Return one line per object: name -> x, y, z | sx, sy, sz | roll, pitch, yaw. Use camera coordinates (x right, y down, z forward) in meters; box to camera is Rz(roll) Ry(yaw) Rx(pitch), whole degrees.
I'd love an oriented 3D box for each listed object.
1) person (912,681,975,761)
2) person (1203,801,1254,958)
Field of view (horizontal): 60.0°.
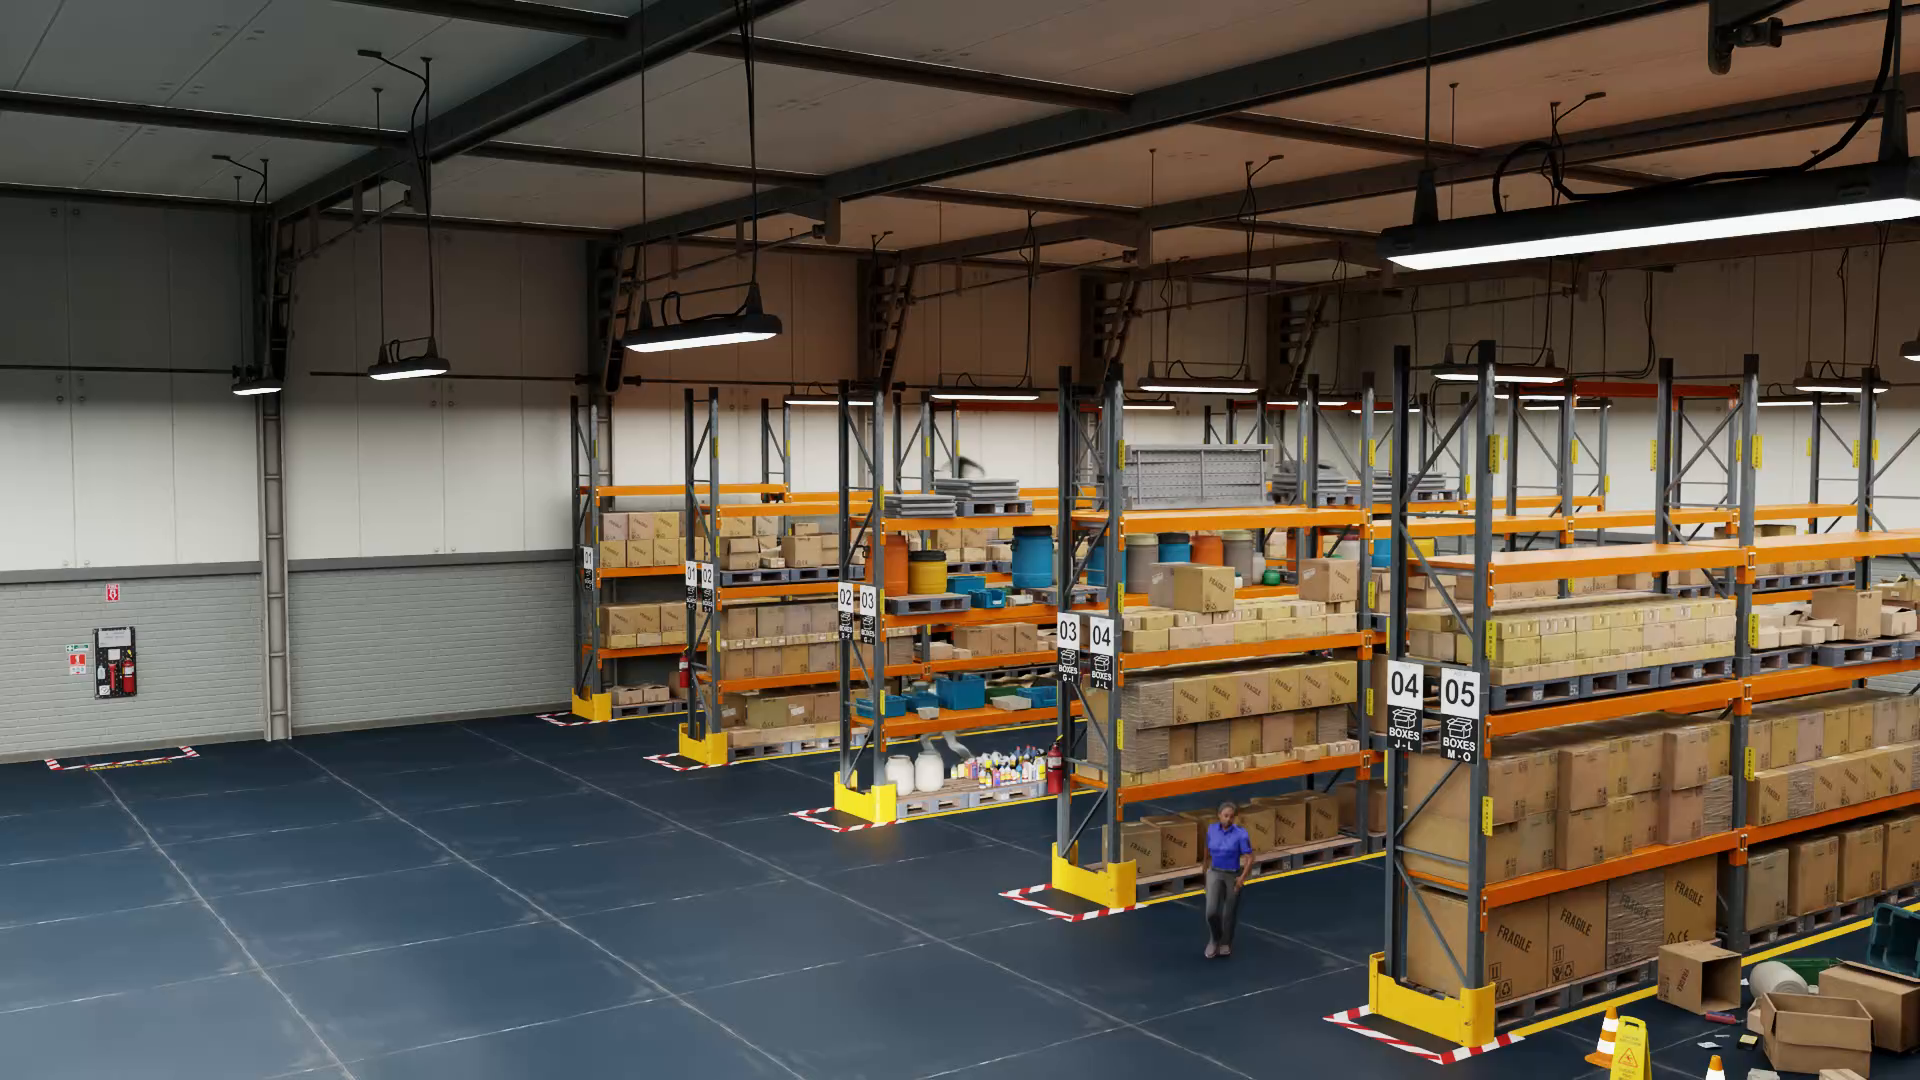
person -> -0.261, 2.903, 25.852 | 1.070, 1.455, 0.593 | -1, 4, -17
person -> 2.636, 3.364, 16.427 | 0.534, 1.611, 0.791 | 1, 4, 13
